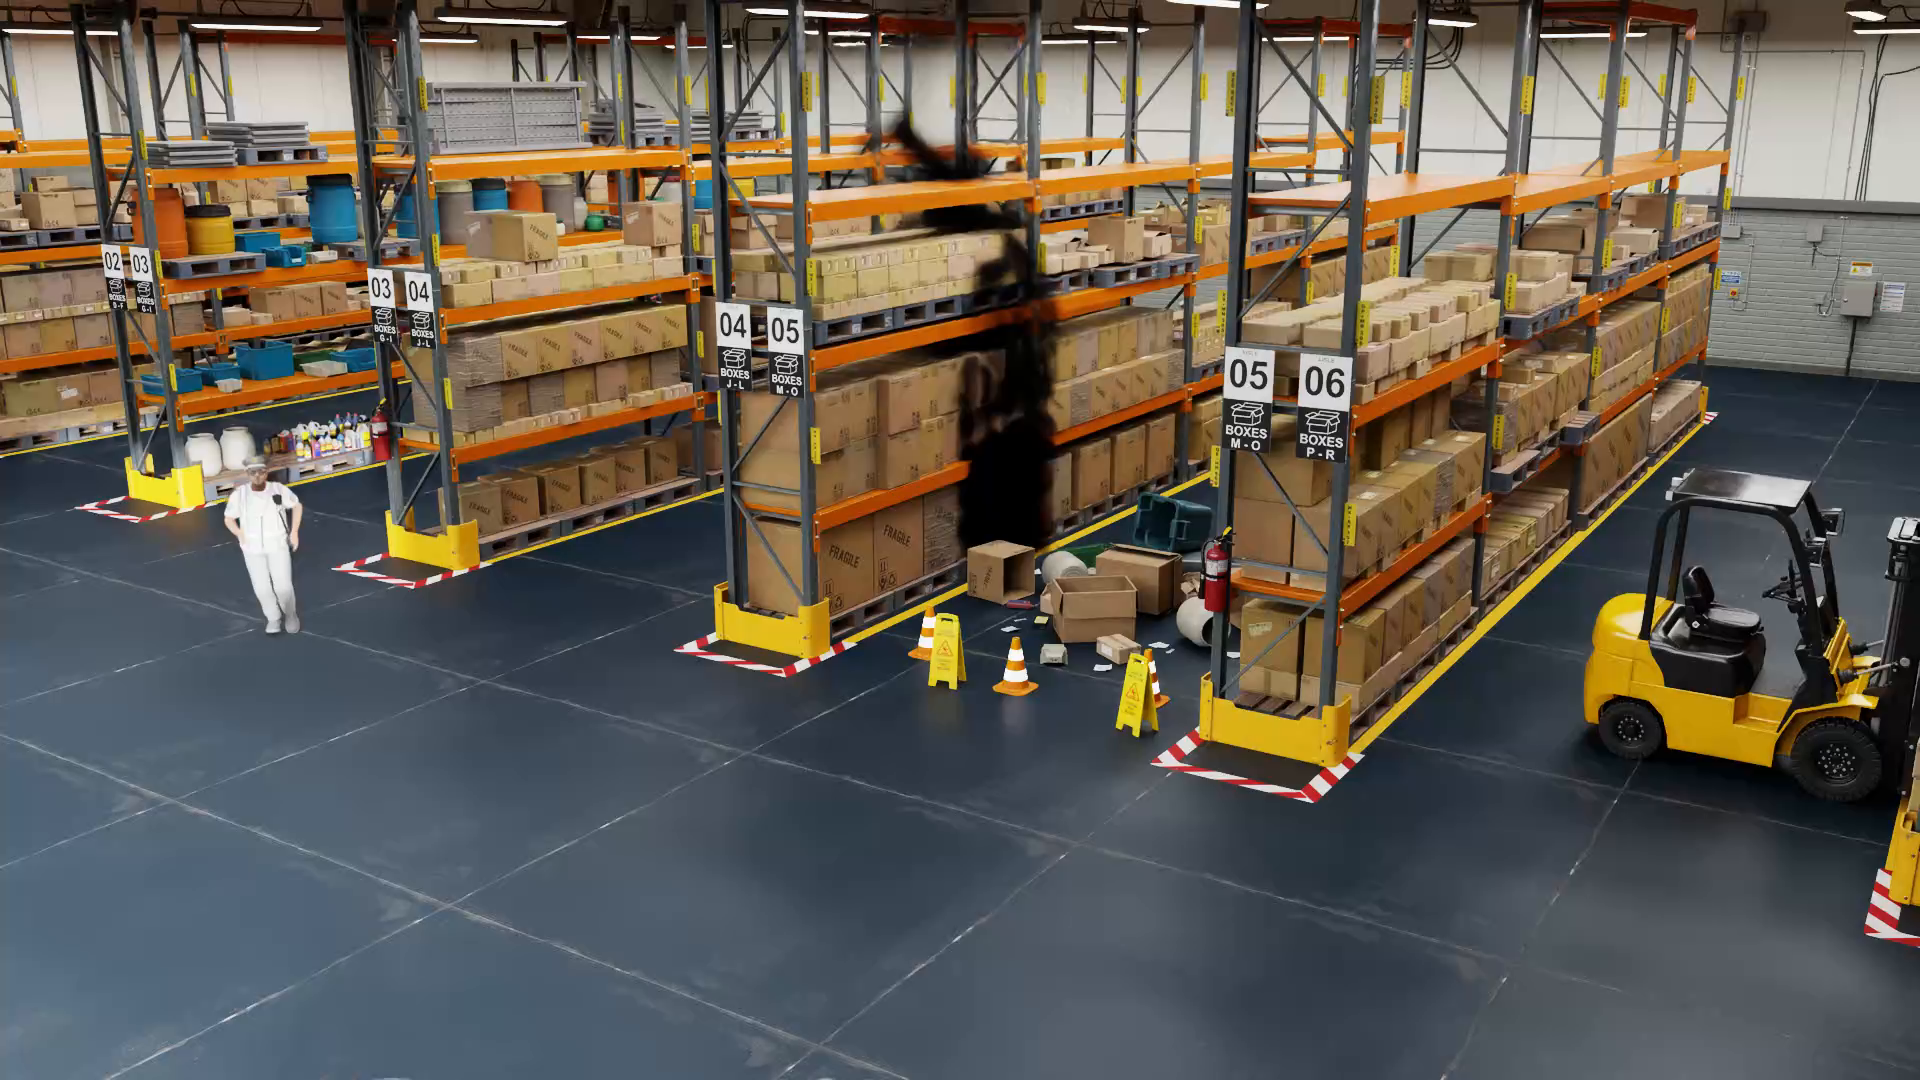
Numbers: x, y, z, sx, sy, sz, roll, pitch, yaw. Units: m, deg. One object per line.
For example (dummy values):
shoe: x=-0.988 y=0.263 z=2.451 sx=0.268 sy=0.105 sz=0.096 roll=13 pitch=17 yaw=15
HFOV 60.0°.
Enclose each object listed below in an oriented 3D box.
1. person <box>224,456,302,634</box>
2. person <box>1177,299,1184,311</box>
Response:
person: x=-6.553 y=0.082 z=15.688 sx=0.669 sy=1.773 sz=0.649 roll=-4 pitch=16 yaw=-16
person: x=3.627 y=-2.962 z=26.557 sx=0.681 sy=1.778 sz=0.913 roll=12 pitch=19 yaw=36
